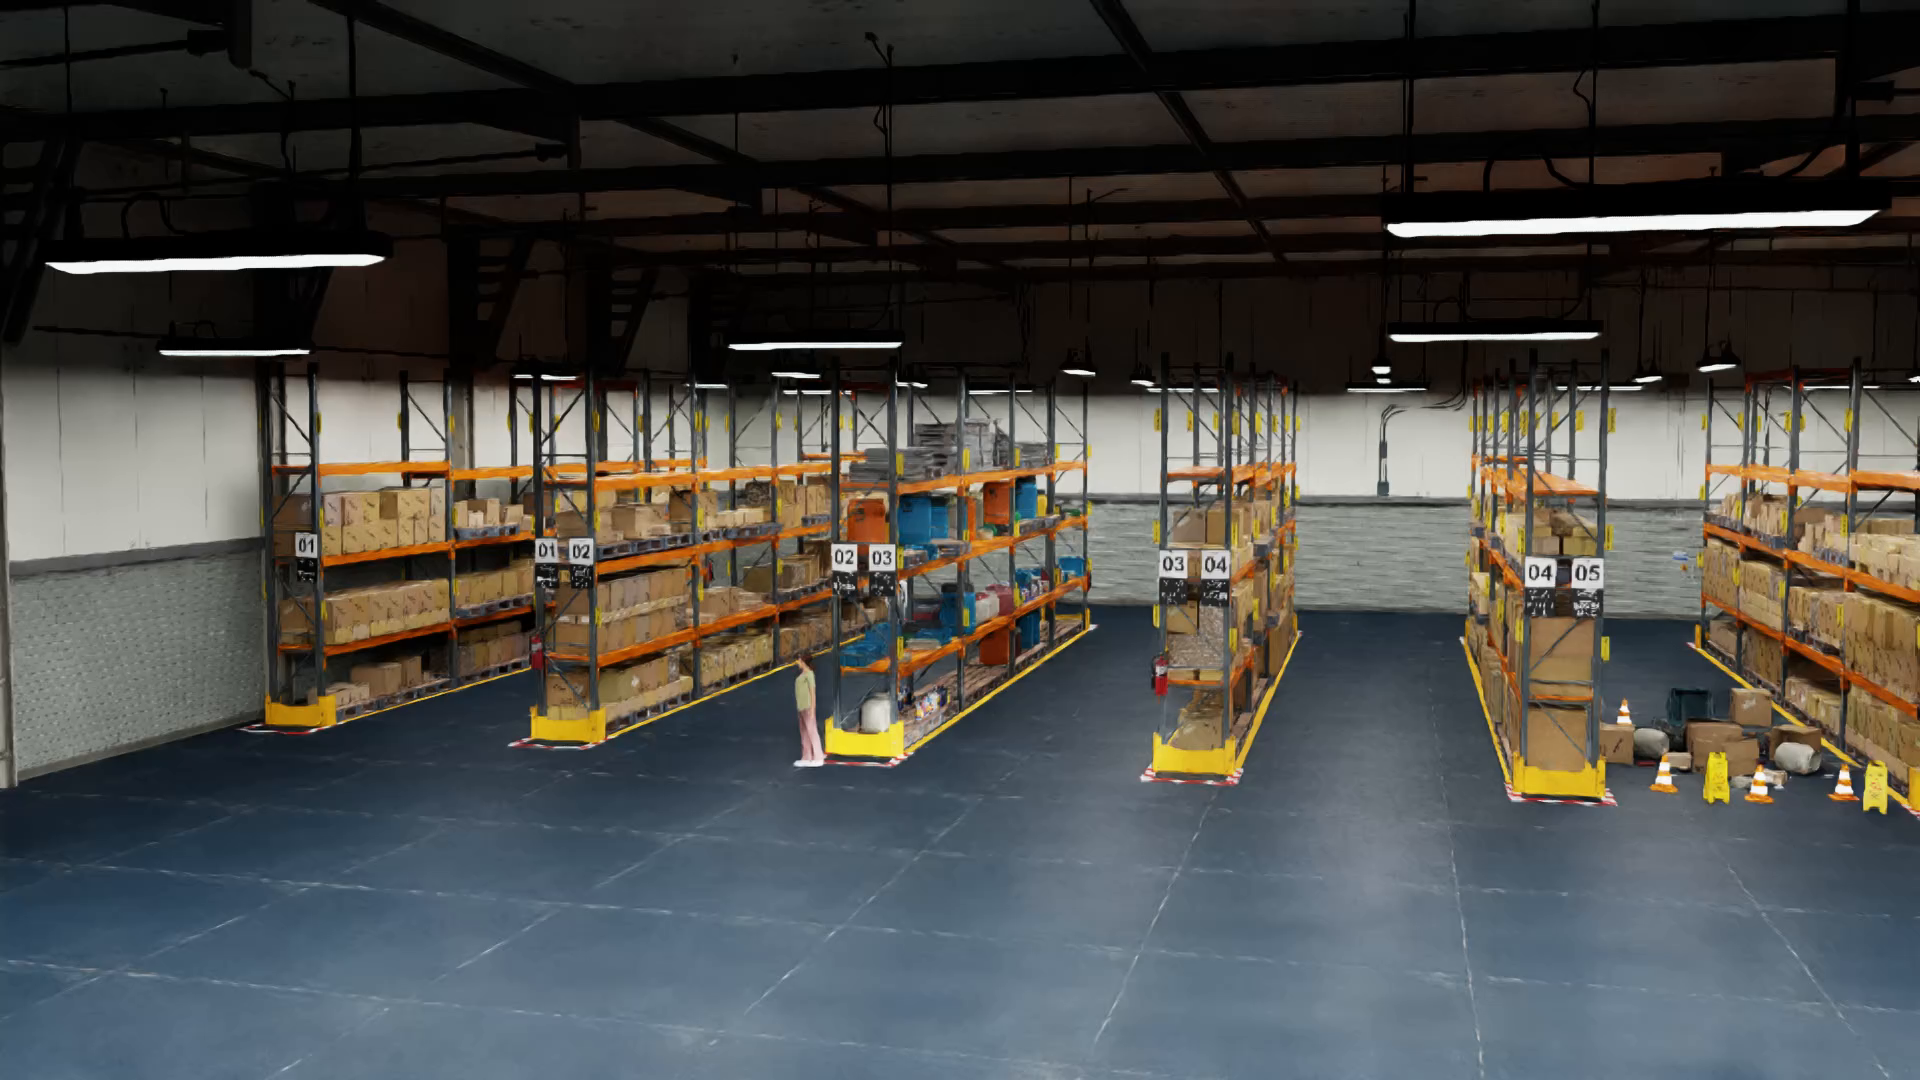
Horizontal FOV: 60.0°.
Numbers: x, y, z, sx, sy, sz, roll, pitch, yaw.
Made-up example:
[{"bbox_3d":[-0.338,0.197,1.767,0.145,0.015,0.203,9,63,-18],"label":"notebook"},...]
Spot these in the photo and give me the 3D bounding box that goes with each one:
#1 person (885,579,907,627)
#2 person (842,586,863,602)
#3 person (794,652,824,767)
[{"bbox_3d":[-1.478,1.464,38.826,0.639,1.632,0.512,1,4,12],"label":"person"},{"bbox_3d":[-2.981,0.903,46.296,0.583,1.695,0.932,-1,4,-12],"label":"person"},{"bbox_3d":[-2.203,2.469,24.265,0.421,1.672,0.521,-1,4,-18],"label":"person"}]
